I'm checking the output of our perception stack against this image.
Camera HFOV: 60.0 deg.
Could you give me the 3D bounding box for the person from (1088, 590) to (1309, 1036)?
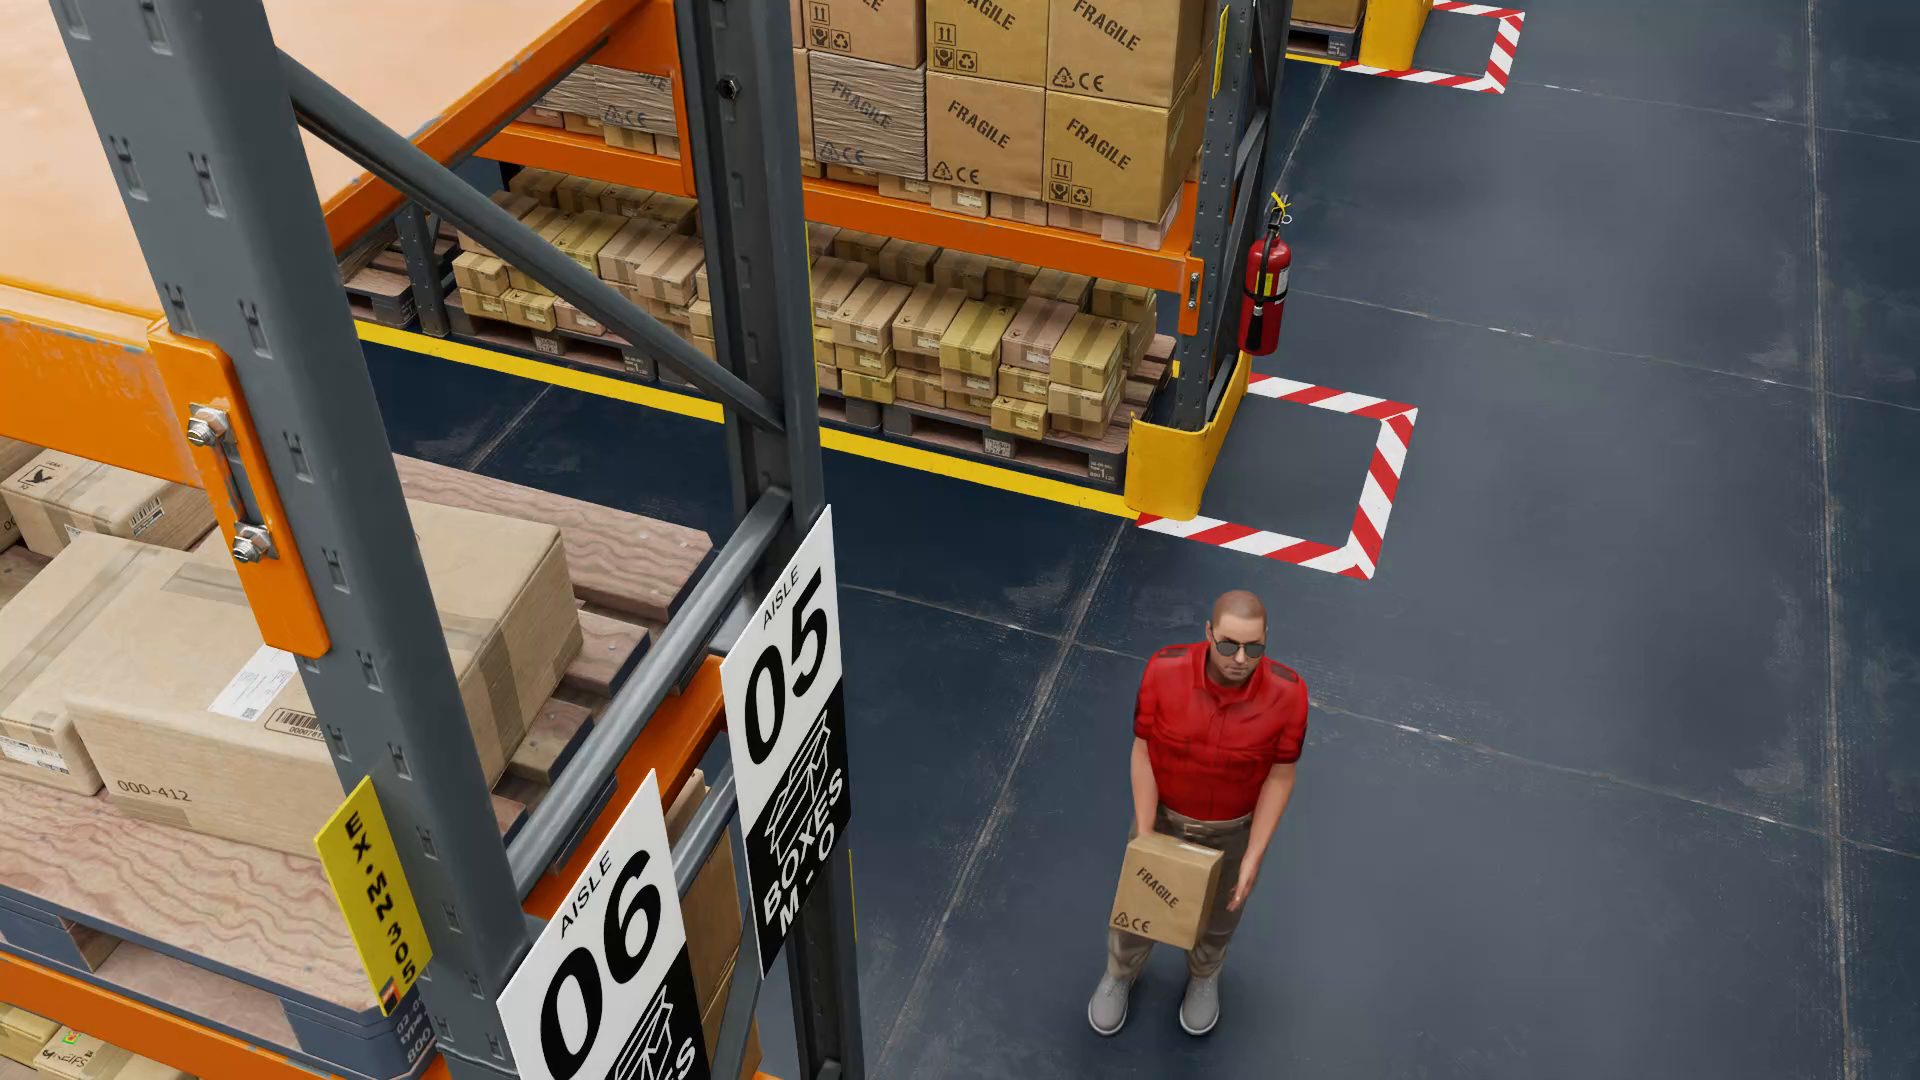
[{"bbox_3d":[0.730,0.908,5.133,0.552,1.729,0.507,8,42,9],"label":"person"}]
